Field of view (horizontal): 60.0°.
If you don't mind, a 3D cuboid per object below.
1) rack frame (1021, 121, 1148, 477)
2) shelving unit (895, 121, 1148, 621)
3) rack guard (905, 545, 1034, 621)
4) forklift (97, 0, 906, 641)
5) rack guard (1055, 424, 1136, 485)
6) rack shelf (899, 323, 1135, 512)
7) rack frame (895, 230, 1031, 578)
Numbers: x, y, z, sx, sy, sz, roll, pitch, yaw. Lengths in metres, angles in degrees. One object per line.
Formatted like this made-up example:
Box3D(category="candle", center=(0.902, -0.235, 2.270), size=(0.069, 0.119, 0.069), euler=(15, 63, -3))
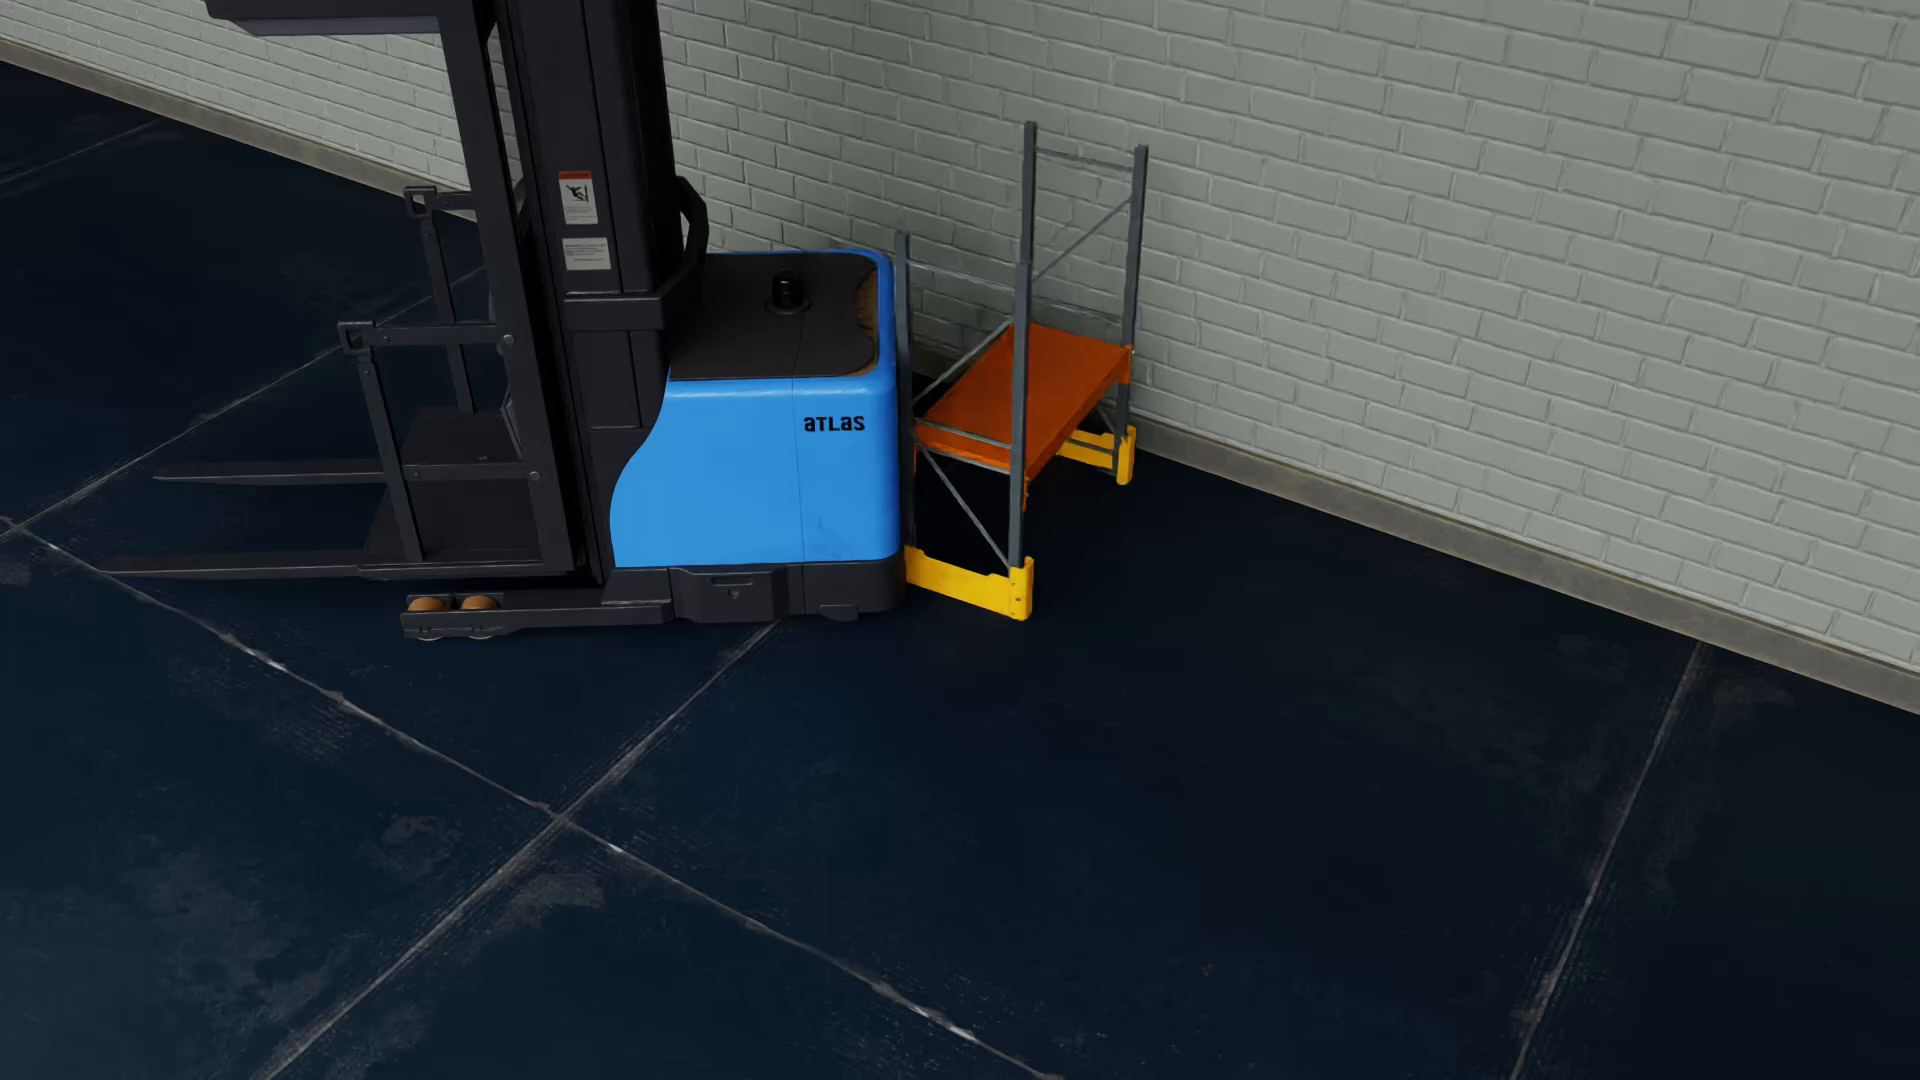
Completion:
Box3D(category="rack frame", center=(0.472, -0.937, 6.736), size=(0.500, 1.500, 0.032), euler=(18, 41, 21))
Box3D(category="shelving unit", center=(0.235, -0.657, 6.372), size=(0.587, 1.500, 1.083), euler=(18, 41, 21))
Box3D(category="rack guard", center=(0.005, 0.108, 6.404), size=(0.587, 0.250, 0.087), euler=(18, 41, 21))
Box3D(category="forklift", center=(-1.740, -1.113, 5.793), size=(3.031, 2.935, 1.130), euler=(-2, 38, -2))
Box3D(category="rack guard", center=(0.462, -0.432, 7.105), size=(0.587, 0.250, 0.087), euler=(18, 41, 21))
Box3D(category="rack shelf", center=(0.238, -0.519, 6.489), size=(0.538, 0.185, 1.000), euler=(18, 41, 21))
Box3D(category="rack frame", center=(0.005, -0.386, 6.021), size=(0.500, 1.500, 0.032), euler=(18, 41, 21))
